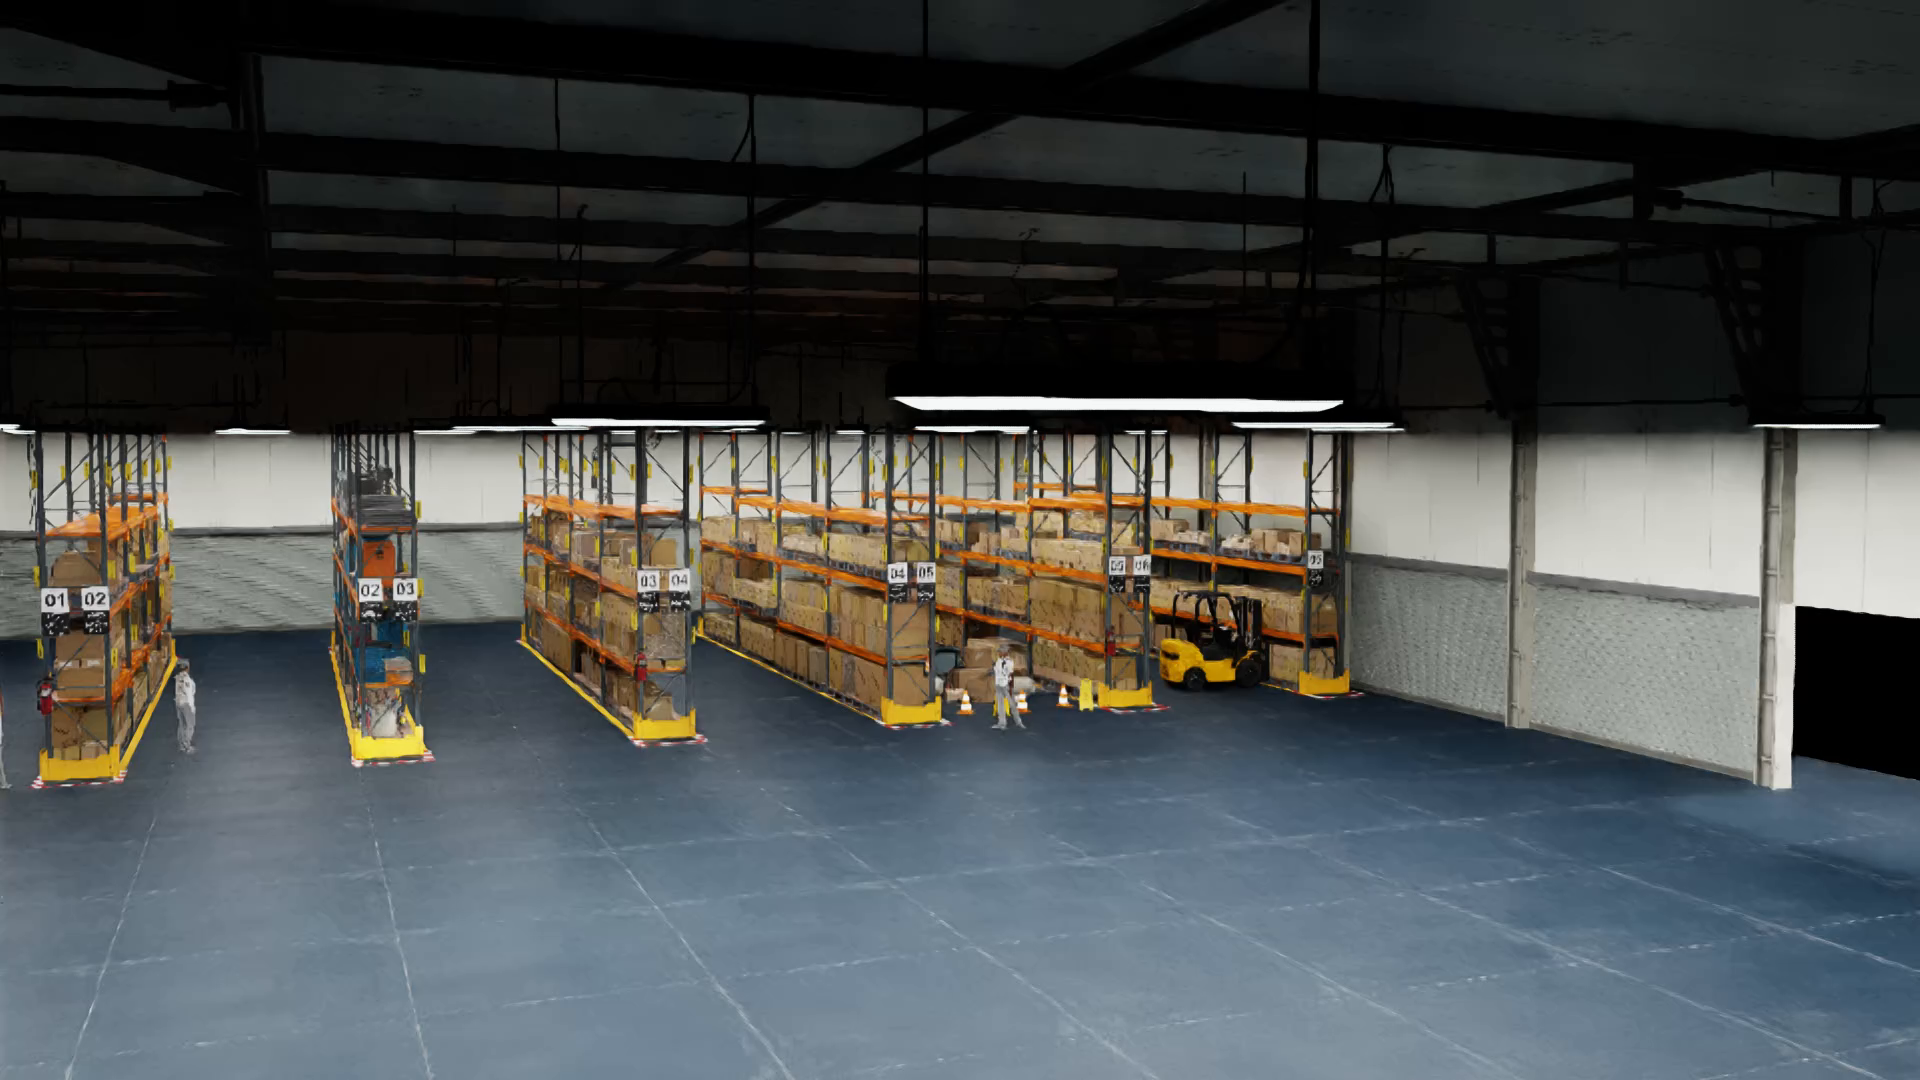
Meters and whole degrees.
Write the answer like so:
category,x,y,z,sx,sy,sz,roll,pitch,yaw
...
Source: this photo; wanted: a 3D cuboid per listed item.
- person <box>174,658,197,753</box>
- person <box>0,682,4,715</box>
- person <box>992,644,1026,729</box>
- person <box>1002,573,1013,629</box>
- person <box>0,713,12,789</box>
category,x,y,z,sx,sy,sz,roll,pitch,yaw
person,-14.069,3.018,30.225,0.544,1.730,0.357,3,5,40
person,-17.521,3.037,29.976,0.446,1.590,1.110,-1,4,-20
person,0.955,2.867,32.503,0.658,1.666,0.477,3,5,42
person,1.559,1.809,49.316,0.566,1.651,0.686,-1,4,-16
person,-15.783,3.219,26.933,0.922,1.626,0.551,3,5,41
